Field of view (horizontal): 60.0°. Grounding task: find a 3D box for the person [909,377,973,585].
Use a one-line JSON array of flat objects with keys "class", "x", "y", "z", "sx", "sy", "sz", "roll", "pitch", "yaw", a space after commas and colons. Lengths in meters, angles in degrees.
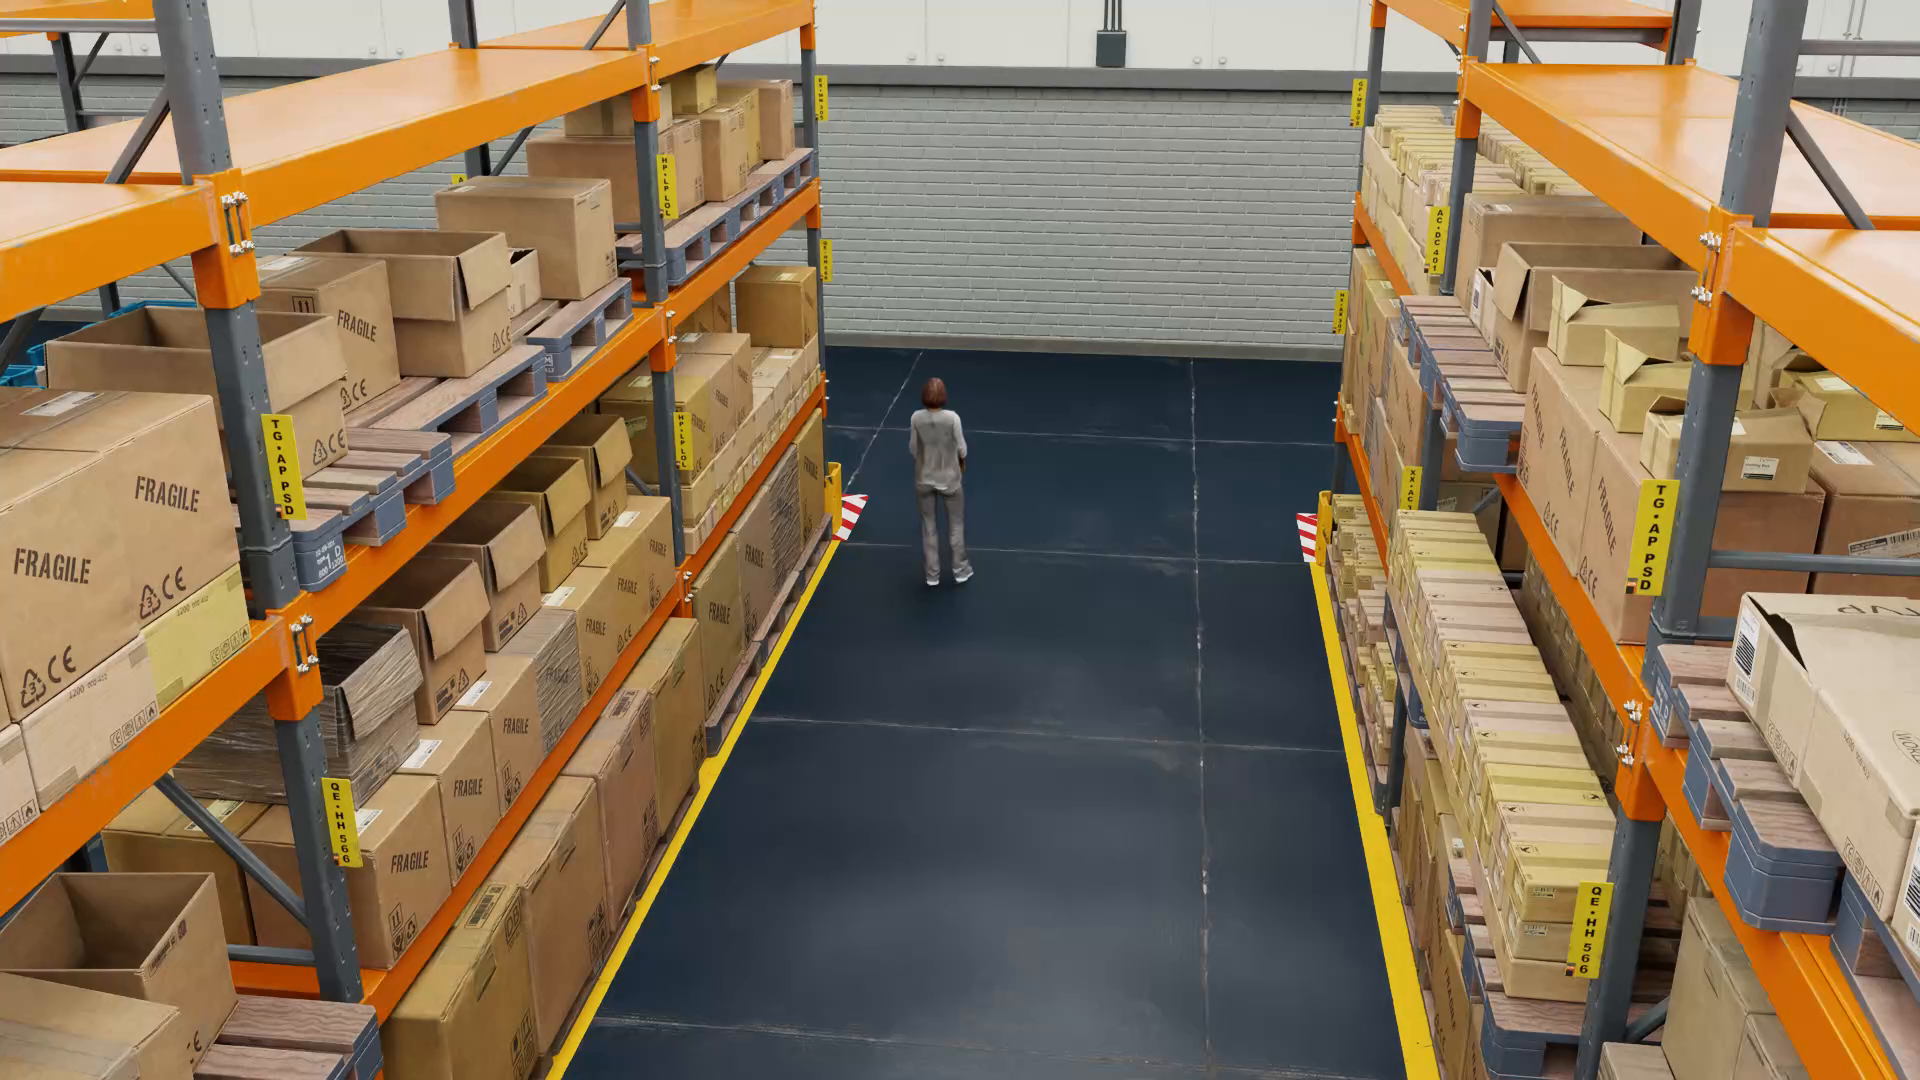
[{"class": "person", "x": -0.143, "y": -0.443, "z": 12.216, "sx": 0.451, "sy": 1.595, "sz": 0.432, "roll": 4, "pitch": 22, "yaw": 9}]
